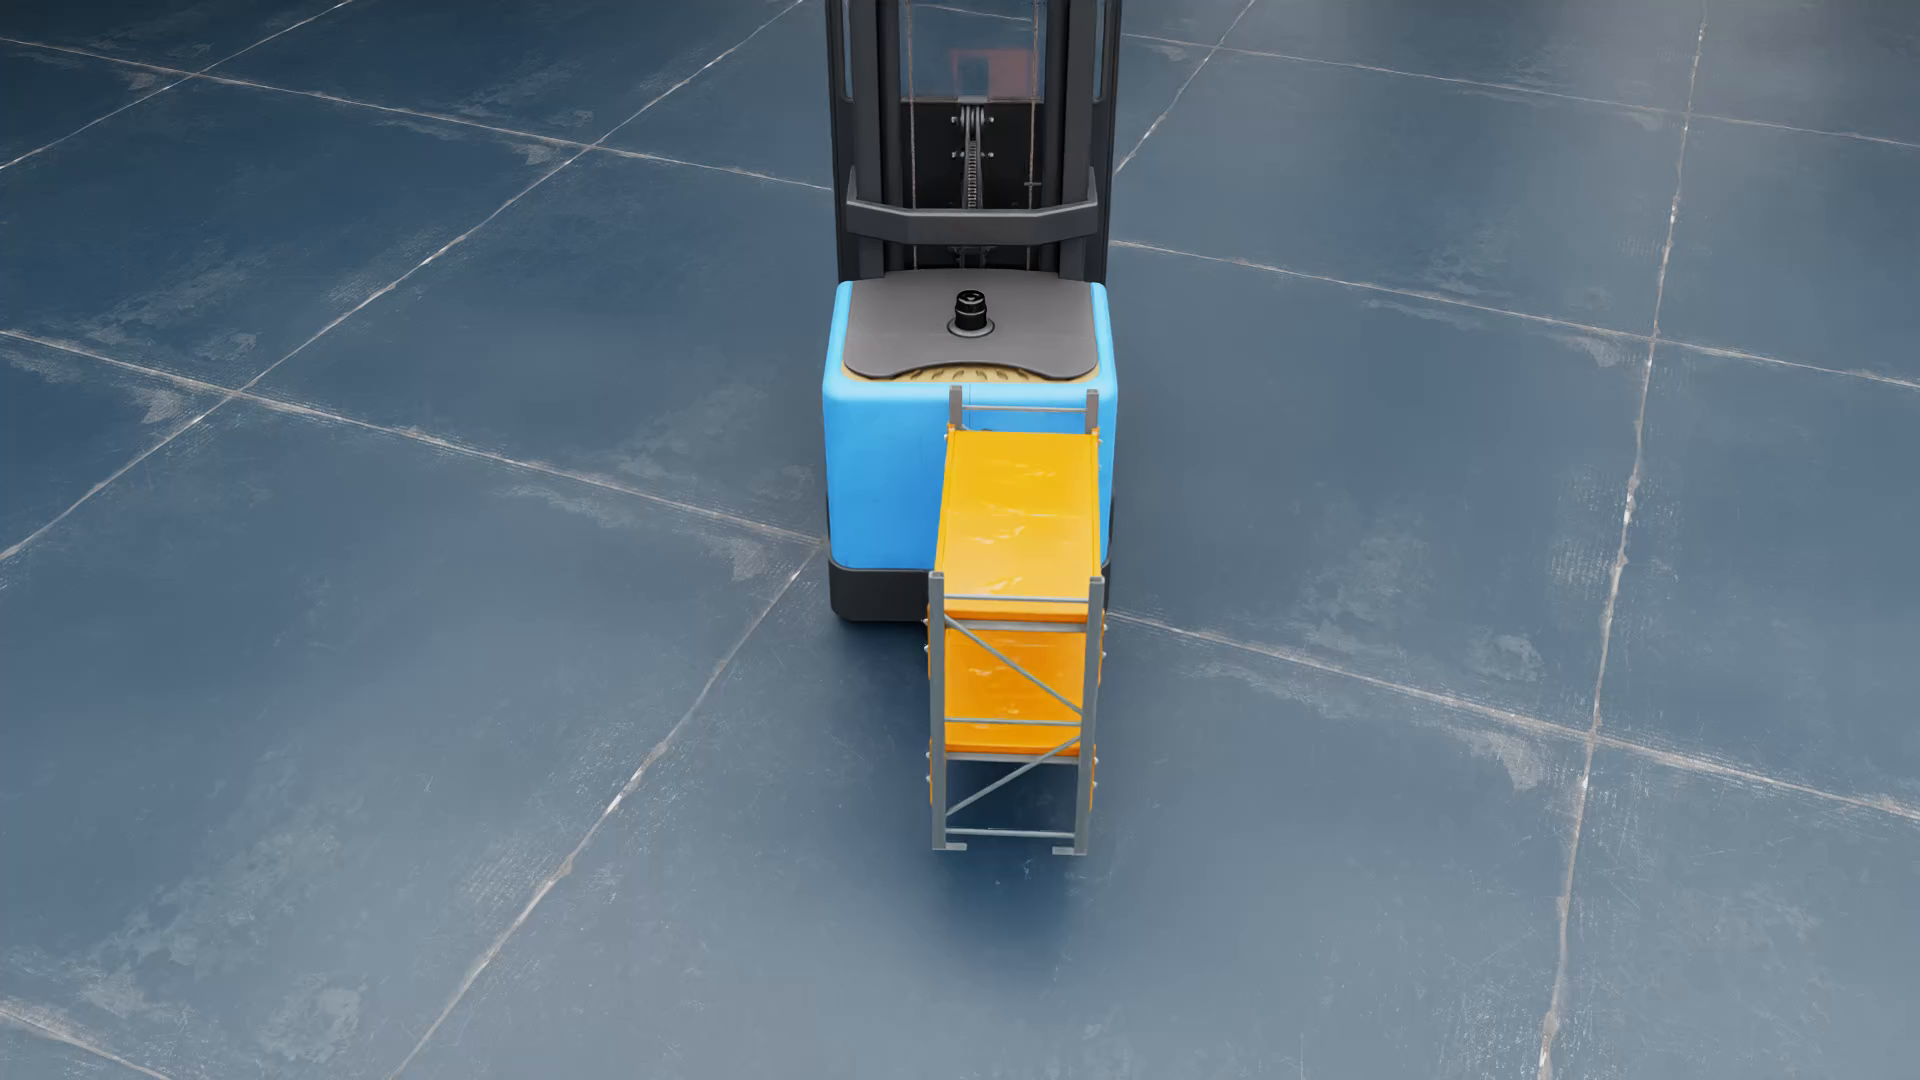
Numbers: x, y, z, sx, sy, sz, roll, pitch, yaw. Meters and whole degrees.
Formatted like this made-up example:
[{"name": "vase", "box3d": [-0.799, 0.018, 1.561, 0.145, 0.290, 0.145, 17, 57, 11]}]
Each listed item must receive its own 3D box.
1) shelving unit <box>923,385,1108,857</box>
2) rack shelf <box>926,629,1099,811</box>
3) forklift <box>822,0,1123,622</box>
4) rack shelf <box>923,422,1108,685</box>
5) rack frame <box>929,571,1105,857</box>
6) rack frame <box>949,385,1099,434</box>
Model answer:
[{"name": "shelving unit", "box3d": [0.188, 0.252, 5.473, 0.538, 1.125, 1.048, 2, 37, 2]}, {"name": "rack shelf", "box3d": [0.188, 0.448, 5.619, 0.538, 0.278, 1.000, 2, 37, 2]}, {"name": "forklift", "box3d": [0.052, -1.716, 6.597, 1.130, 2.935, 3.031, 0, 37, 1]}, {"name": "rack shelf", "box3d": [0.188, 0.018, 5.298, 0.538, 0.278, 1.000, 2, 37, 2]}, {"name": "rack frame", "box3d": [0.161, 0.556, 5.066, 0.500, 1.125, 0.032, 2, 37, 2]}, {"name": "rack frame", "box3d": [0.214, -0.052, 5.879, 0.500, 1.125, 0.032, 2, 37, 2]}]
